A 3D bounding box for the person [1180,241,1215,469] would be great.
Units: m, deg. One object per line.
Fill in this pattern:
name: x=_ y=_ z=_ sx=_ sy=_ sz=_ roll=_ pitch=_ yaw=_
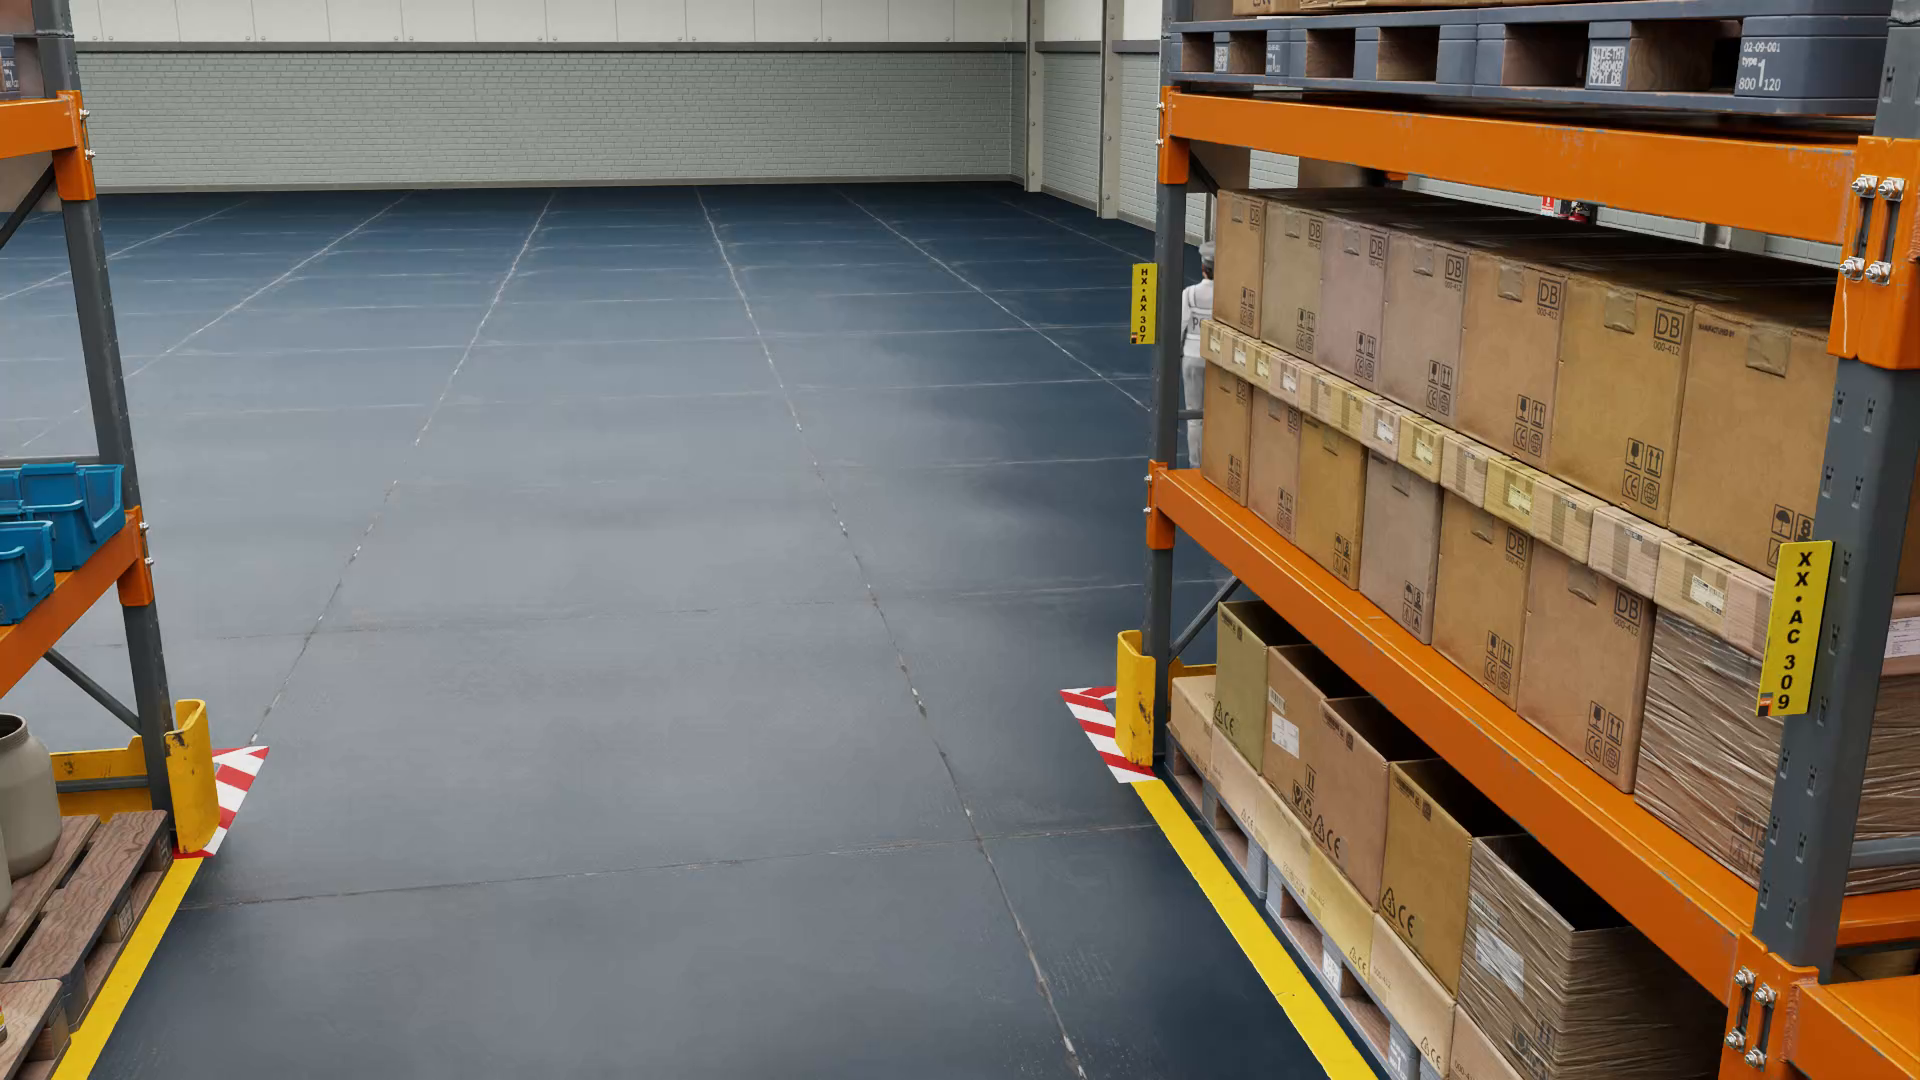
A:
person: x=1.736 y=-1.276 z=11.782 sx=0.517 sy=1.677 sz=0.831 roll=1 pitch=17 yaw=3
